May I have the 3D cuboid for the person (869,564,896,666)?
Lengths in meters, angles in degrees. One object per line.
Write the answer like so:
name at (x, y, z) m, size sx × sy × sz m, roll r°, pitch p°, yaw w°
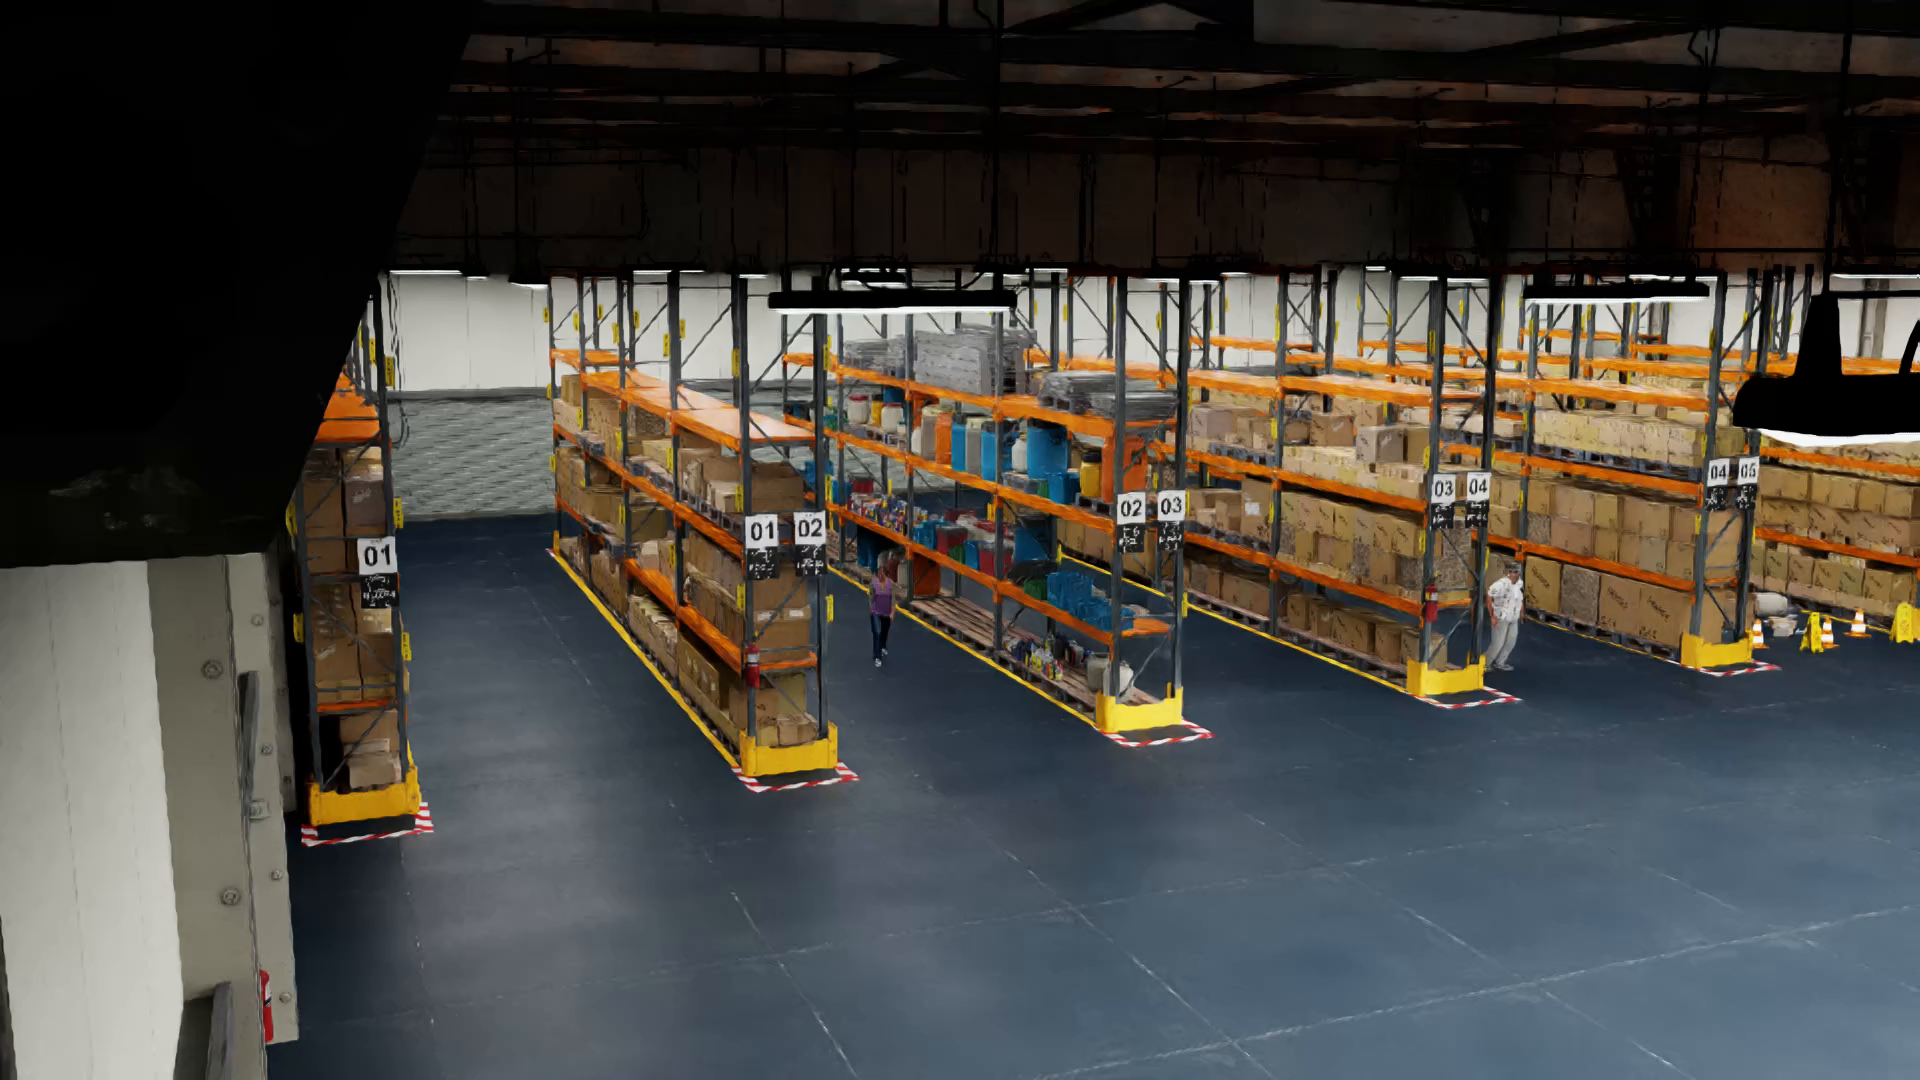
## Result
person at (-1.201, 1.124, 25.715) m, size 0.408 × 1.531 × 0.961 m, roll -2°, pitch 10°, yaw -12°

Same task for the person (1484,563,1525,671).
person at (8.236, 1.148, 25.154) m, size 0.682 × 1.715 × 0.542 m, roll -4°, pitch 11°, yaw -24°
